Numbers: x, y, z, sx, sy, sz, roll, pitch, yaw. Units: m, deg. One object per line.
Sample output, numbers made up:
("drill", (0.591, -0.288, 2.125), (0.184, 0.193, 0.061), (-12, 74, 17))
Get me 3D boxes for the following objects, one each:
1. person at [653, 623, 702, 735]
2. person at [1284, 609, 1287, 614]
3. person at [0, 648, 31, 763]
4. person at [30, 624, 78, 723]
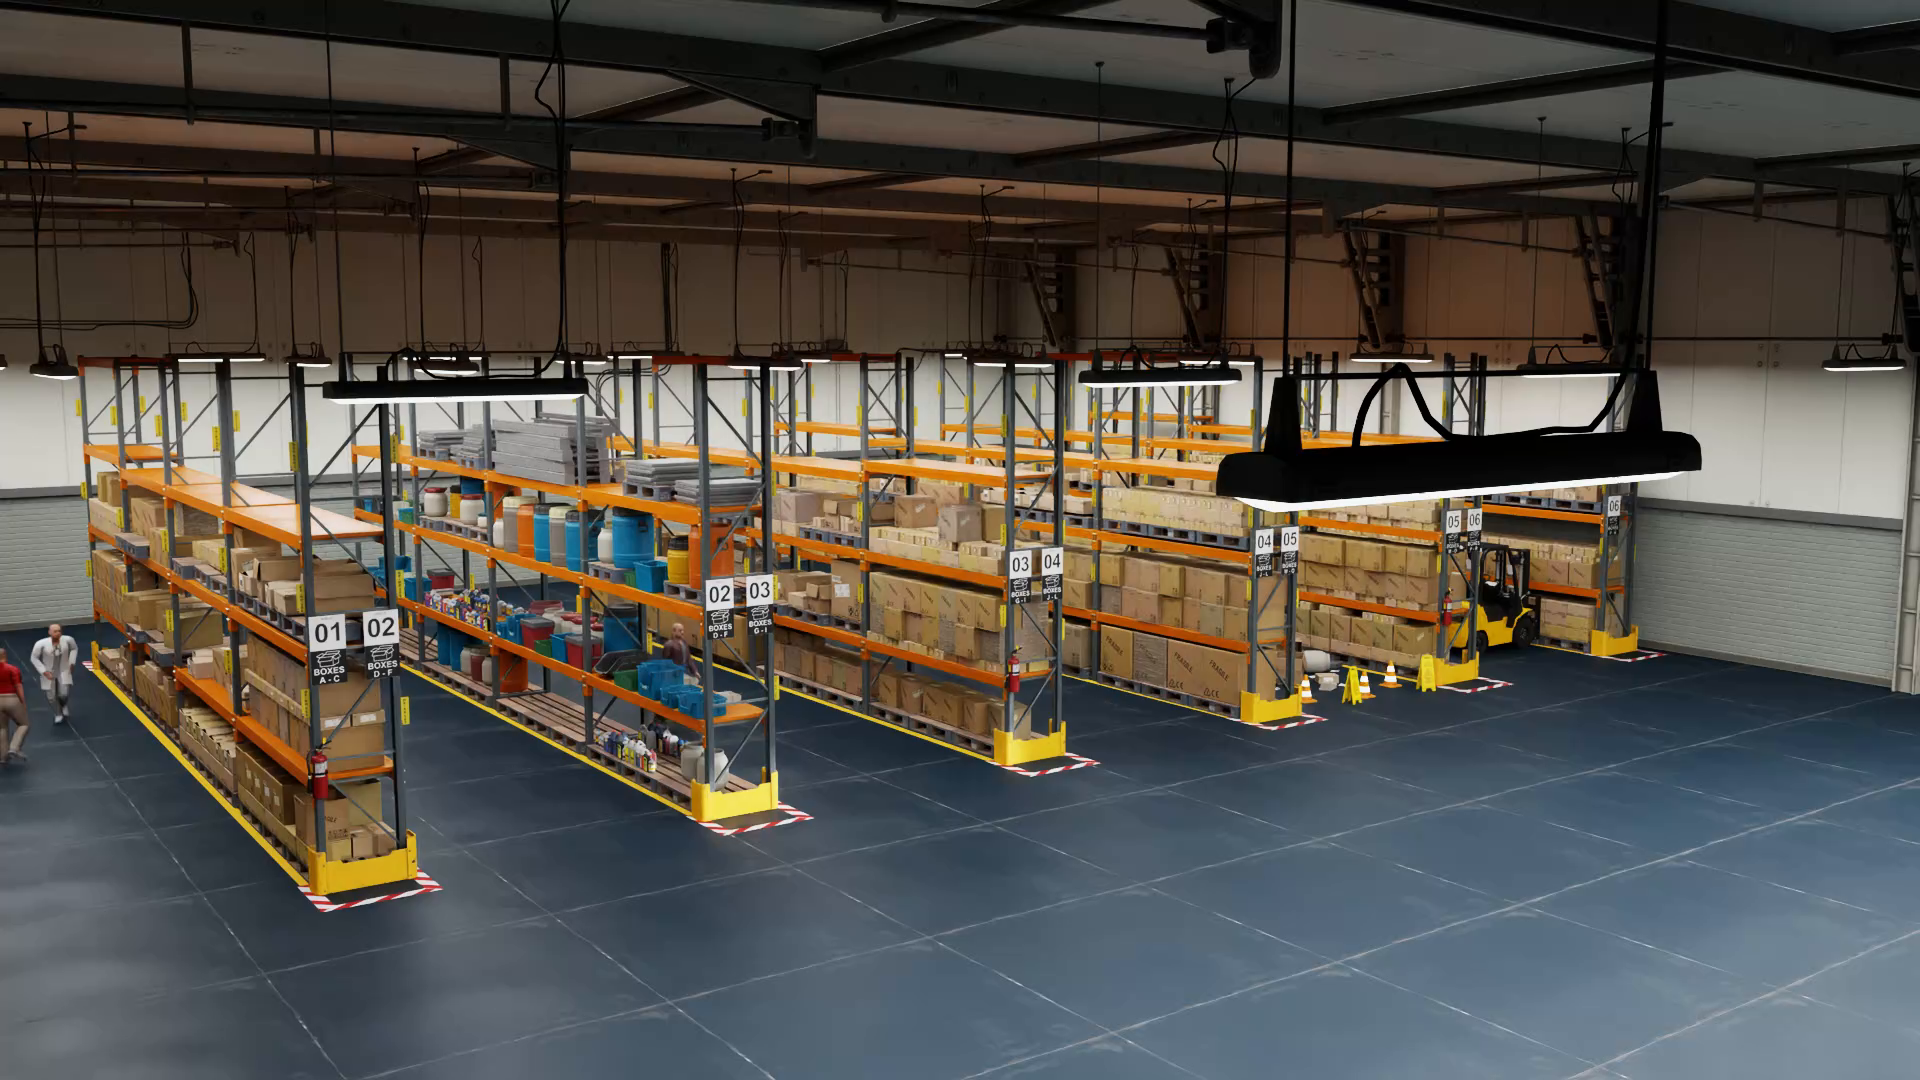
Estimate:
("person", (-4.537, 2.204, 26.834), (1.095, 1.738, 0.625), (3, 8, 24))
("person", (7.082, 1.096, 36.661), (0.547, 1.603, 0.469), (5, 8, 34))
("person", (-14.245, 2.474, 24.809), (0.575, 1.726, 0.497), (-1, 7, -4))
("person", (-14.894, 2.191, 27.379), (0.693, 1.683, 0.665), (-3, 8, -27))
